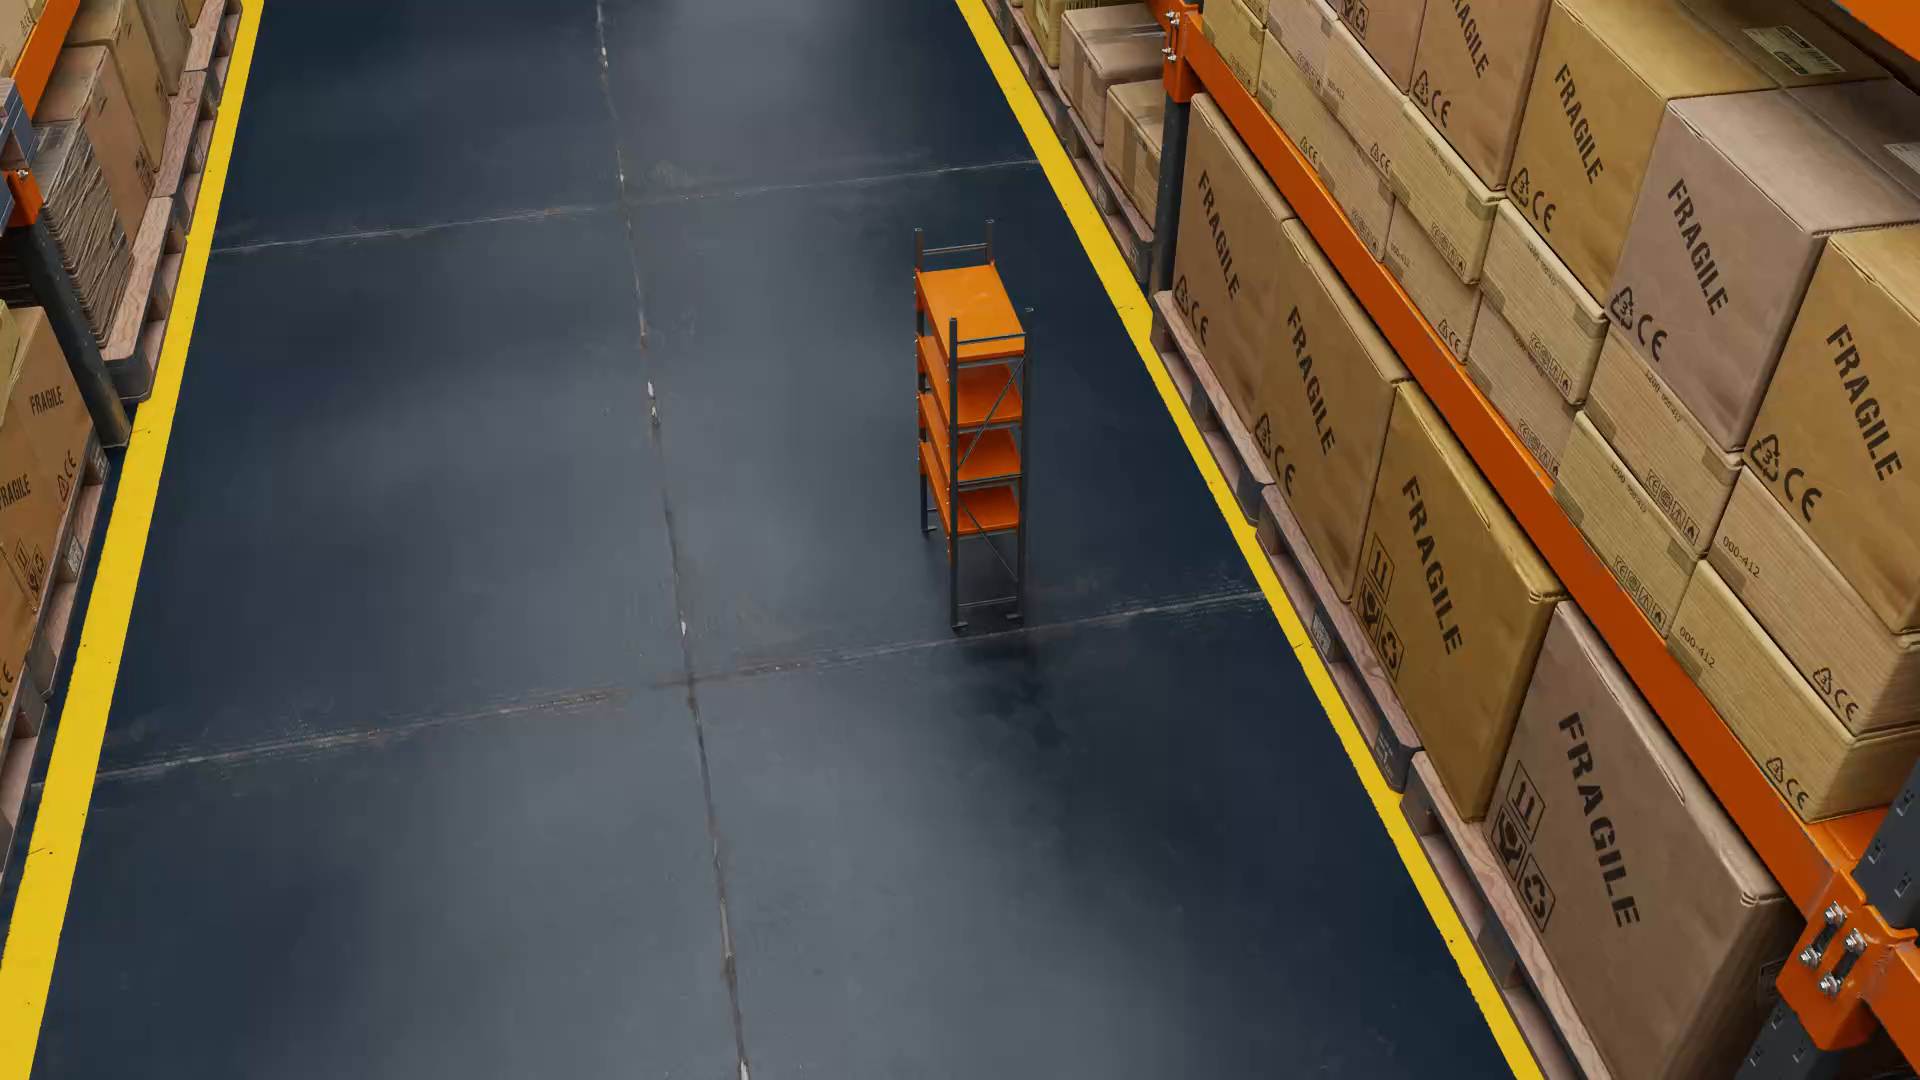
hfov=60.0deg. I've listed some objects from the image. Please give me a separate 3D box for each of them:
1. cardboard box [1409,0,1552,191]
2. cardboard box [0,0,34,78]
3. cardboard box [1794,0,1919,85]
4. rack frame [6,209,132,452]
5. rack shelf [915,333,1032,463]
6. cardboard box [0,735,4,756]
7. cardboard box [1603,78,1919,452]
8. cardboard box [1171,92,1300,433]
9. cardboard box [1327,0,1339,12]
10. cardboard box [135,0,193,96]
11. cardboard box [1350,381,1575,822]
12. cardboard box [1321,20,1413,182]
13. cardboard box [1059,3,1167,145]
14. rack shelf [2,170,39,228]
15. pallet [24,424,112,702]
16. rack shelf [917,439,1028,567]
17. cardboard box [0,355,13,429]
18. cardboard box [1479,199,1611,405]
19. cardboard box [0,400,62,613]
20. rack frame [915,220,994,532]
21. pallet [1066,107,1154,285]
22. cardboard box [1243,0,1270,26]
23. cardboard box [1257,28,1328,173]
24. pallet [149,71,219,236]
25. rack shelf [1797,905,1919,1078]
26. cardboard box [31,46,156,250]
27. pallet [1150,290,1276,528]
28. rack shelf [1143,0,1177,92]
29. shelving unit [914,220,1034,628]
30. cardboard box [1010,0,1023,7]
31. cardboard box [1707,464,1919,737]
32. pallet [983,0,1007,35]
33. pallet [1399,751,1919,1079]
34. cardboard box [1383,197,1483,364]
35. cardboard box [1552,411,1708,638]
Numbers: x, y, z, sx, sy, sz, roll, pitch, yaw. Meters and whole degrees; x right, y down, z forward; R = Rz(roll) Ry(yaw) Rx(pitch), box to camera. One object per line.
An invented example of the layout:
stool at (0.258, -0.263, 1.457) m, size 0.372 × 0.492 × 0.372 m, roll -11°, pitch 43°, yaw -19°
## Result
cardboard box at (1.462, -1.212, 4.028) m, size 0.500 × 0.500 × 0.500 m, roll -8°, pitch 42°, yaw -9°
cardboard box at (-3.428, -1.694, 5.512) m, size 0.500 × 0.250 × 0.500 m, roll -8°, pitch 42°, yaw -9°
cardboard box at (2.082, -0.937, 3.718) m, size 0.500 × 0.500 × 0.500 m, roll -9°, pitch 42°, yaw -10°
rack frame at (-3.570, -1.427, 5.098) m, size 1.000 × 3.000 × 0.127 m, roll -8°, pitch 42°, yaw -9°
rack shelf at (0.036, -0.458, 5.127) m, size 0.258 × 0.148 × 0.480 m, roll -8°, pitch 42°, yaw -9°
cardboard box at (-2.926, 0.593, 4.390) m, size 0.500 × 0.500 × 0.500 m, roll -10°, pitch 43°, yaw -11°
cardboard box at (1.678, -0.547, 3.279) m, size 0.500 × 0.500 × 0.500 m, roll -8°, pitch 42°, yaw -8°
cardboard box at (1.343, -1.044, 5.951) m, size 0.875 × 0.875 × 0.875 m, roll -9°, pitch 42°, yaw -10°
cardboard box at (1.260, -1.877, 4.777) m, size 0.500 × 0.500 × 0.500 m, roll -8°, pitch 42°, yaw -9°
cardboard box at (-4.150, -2.448, 7.721) m, size 0.875 × 0.625 × 0.625 m, roll -9°, pitch 42°, yaw -10°
cardboard box at (1.724, 0.115, 4.646) m, size 0.875 × 0.875 × 0.875 m, roll -7°, pitch 42°, yaw -8°
cardboard box at (1.350, -1.248, 4.633) m, size 0.500 × 0.250 × 0.500 m, roll -8°, pitch 42°, yaw -9°
cardboard box at (0.996, -2.160, 7.587) m, size 0.950 × 0.372 × 0.625 m, roll -9°, pitch 42°, yaw -10°
rack shelf at (-3.139, 0.138, 3.877) m, size 1.077 × 0.370 × 4.000 m, roll -8°, pitch 42°, yaw -9°
pallet at (-3.446, 0.105, 5.473) m, size 1.003 × 0.211 × 1.213 m, roll -8°, pitch 42°, yaw -9°
rack shelf at (0.036, -0.143, 5.407) m, size 0.258 × 0.148 × 0.480 m, roll -8°, pitch 42°, yaw -9°
cardboard box at (-3.127, -0.436, 5.059) m, size 0.380 × 0.149 × 0.250 m, roll -10°, pitch 43°, yaw -12°
cardboard box at (1.573, -0.588, 3.889) m, size 0.500 × 0.250 × 0.500 m, roll -7°, pitch 42°, yaw -8°
cardboard box at (-3.171, -0.080, 5.148) m, size 0.500 × 0.500 × 0.500 m, roll -9°, pitch 42°, yaw -10°
rack frame at (-0.017, -0.500, 5.409) m, size 0.240 × 1.200 × 0.015 m, roll -8°, pitch 42°, yaw -9°
pallet at (1.108, -1.605, 7.399) m, size 1.003 × 0.211 × 1.213 m, roll -8°, pitch 42°, yaw -9°
cardboard box at (1.144, -1.908, 5.376) m, size 0.500 × 0.250 × 0.500 m, roll -9°, pitch 42°, yaw -10°
cardboard box at (1.264, -1.401, 5.182) m, size 0.500 × 0.250 × 0.500 m, roll -9°, pitch 42°, yaw -11°
pallet at (-3.970, -1.713, 7.521) m, size 1.003 × 0.211 × 1.213 m, roll -8°, pitch 42°, yaw -9°
rack shelf at (2.571, 2.017, 1.760) m, size 1.077 × 0.370 × 4.000 m, roll -8°, pitch 42°, yaw -9°
cardboard box at (-3.840, -1.525, 6.681) m, size 0.875 × 0.625 × 0.625 m, roll -7°, pitch 42°, yaw -8°
pallet at (1.372, -0.576, 6.240) m, size 1.003 × 0.211 × 1.213 m, roll -8°, pitch 42°, yaw -9°
rack shelf at (0.844, -3.168, 7.602) m, size 1.077 × 0.370 × 4.000 m, roll -8°, pitch 42°, yaw -9°
shelving unit at (0.036, -0.341, 5.231) m, size 0.258 × 1.200 × 0.503 m, roll -8°, pitch 42°, yaw -9°
cardboard box at (0.686, -3.103, 8.649) m, size 0.950 × 0.372 × 0.625 m, roll -6°, pitch 42°, yaw -7°
cardboard box at (1.806, 0.070, 3.148) m, size 0.500 × 0.250 × 0.500 m, roll -8°, pitch 42°, yaw -9°
pallet at (0.582, -3.187, 9.181) m, size 1.003 × 0.211 × 1.213 m, roll -8°, pitch 42°, yaw -9°
pallet at (1.899, 1.005, 4.458) m, size 1.003 × 0.211 × 1.213 m, roll -8°, pitch 42°, yaw -9°
cardboard box at (1.481, -0.741, 4.438) m, size 0.500 × 0.250 × 0.500 m, roll -8°, pitch 42°, yaw -9°
cardboard box at (1.687, -0.077, 3.690) m, size 0.500 × 0.250 × 0.500 m, roll -9°, pitch 42°, yaw -10°
